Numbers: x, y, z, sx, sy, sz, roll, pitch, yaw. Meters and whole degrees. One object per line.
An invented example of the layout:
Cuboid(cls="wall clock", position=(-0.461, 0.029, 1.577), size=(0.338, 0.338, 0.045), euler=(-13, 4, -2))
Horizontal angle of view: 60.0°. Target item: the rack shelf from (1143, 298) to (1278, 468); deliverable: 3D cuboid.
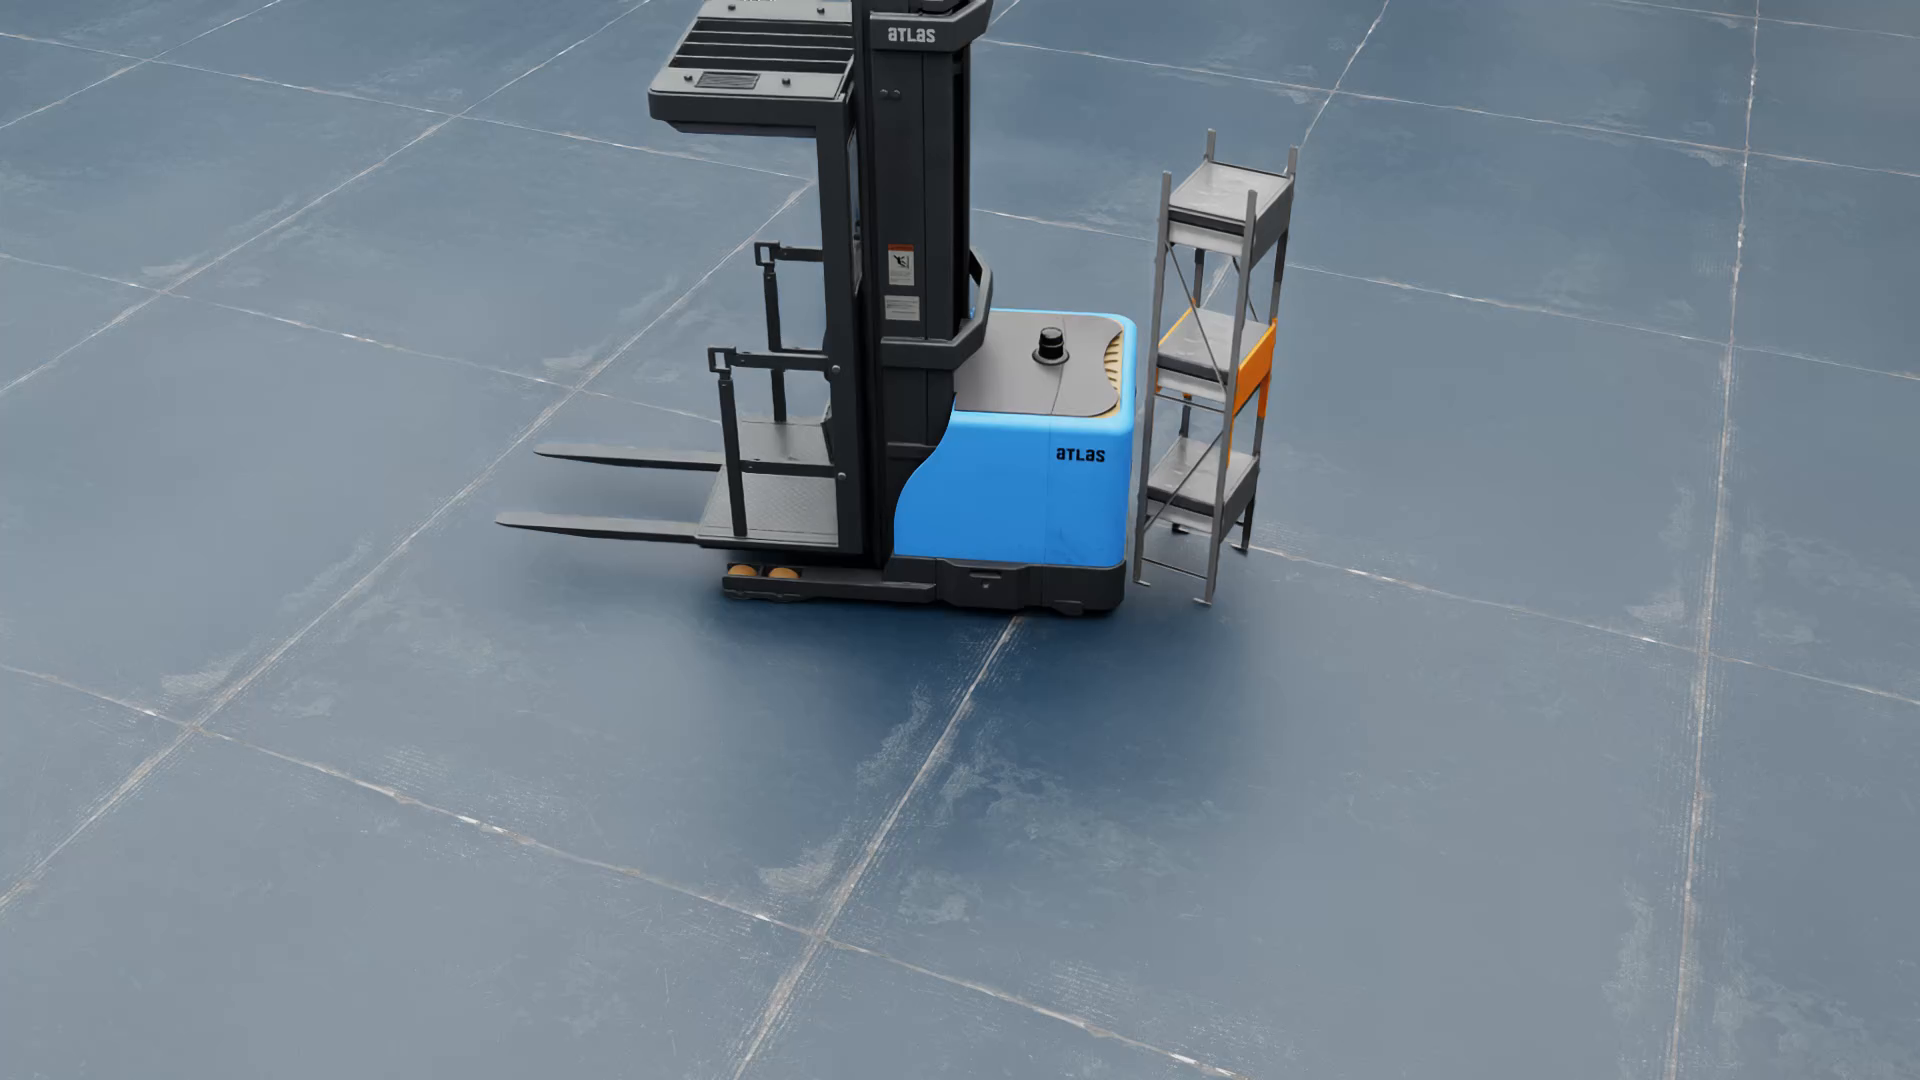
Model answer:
Cuboid(cls="rack shelf", position=(1.121, -0.709, 7.464), size=(0.431, 0.518, 0.480), euler=(18, 40, 22))

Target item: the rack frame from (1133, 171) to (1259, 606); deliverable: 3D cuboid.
Cuboid(cls="rack frame", position=(1.006, -0.592, 7.283), size=(0.400, 2.100, 0.015), euler=(18, 40, 22))

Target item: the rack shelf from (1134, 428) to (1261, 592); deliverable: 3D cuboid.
Cuboid(cls="rack shelf", position=(1.123, -0.146, 7.879), size=(0.431, 0.518, 0.480), euler=(18, 40, 22))

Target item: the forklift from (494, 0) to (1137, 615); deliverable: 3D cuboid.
Cuboid(cls="forklift", position=(-0.701, -1.186, 7.388), size=(3.031, 2.935, 1.130), euler=(3, 37, 4))

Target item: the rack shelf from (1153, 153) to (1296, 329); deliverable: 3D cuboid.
Cuboid(cls="rack shelf", position=(1.120, -1.272, 7.048), size=(0.431, 0.518, 0.480), euler=(18, 40, 22))

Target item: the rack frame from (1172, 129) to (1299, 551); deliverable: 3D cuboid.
Cuboid(cls="rack frame", position=(1.237, -0.848, 7.628), size=(0.400, 2.100, 0.015), euler=(18, 40, 22))

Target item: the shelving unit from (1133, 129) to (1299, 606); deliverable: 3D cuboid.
Cuboid(cls="shelving unit", position=(1.121, -0.720, 7.456), size=(0.431, 2.100, 0.503), euler=(18, 40, 22))
